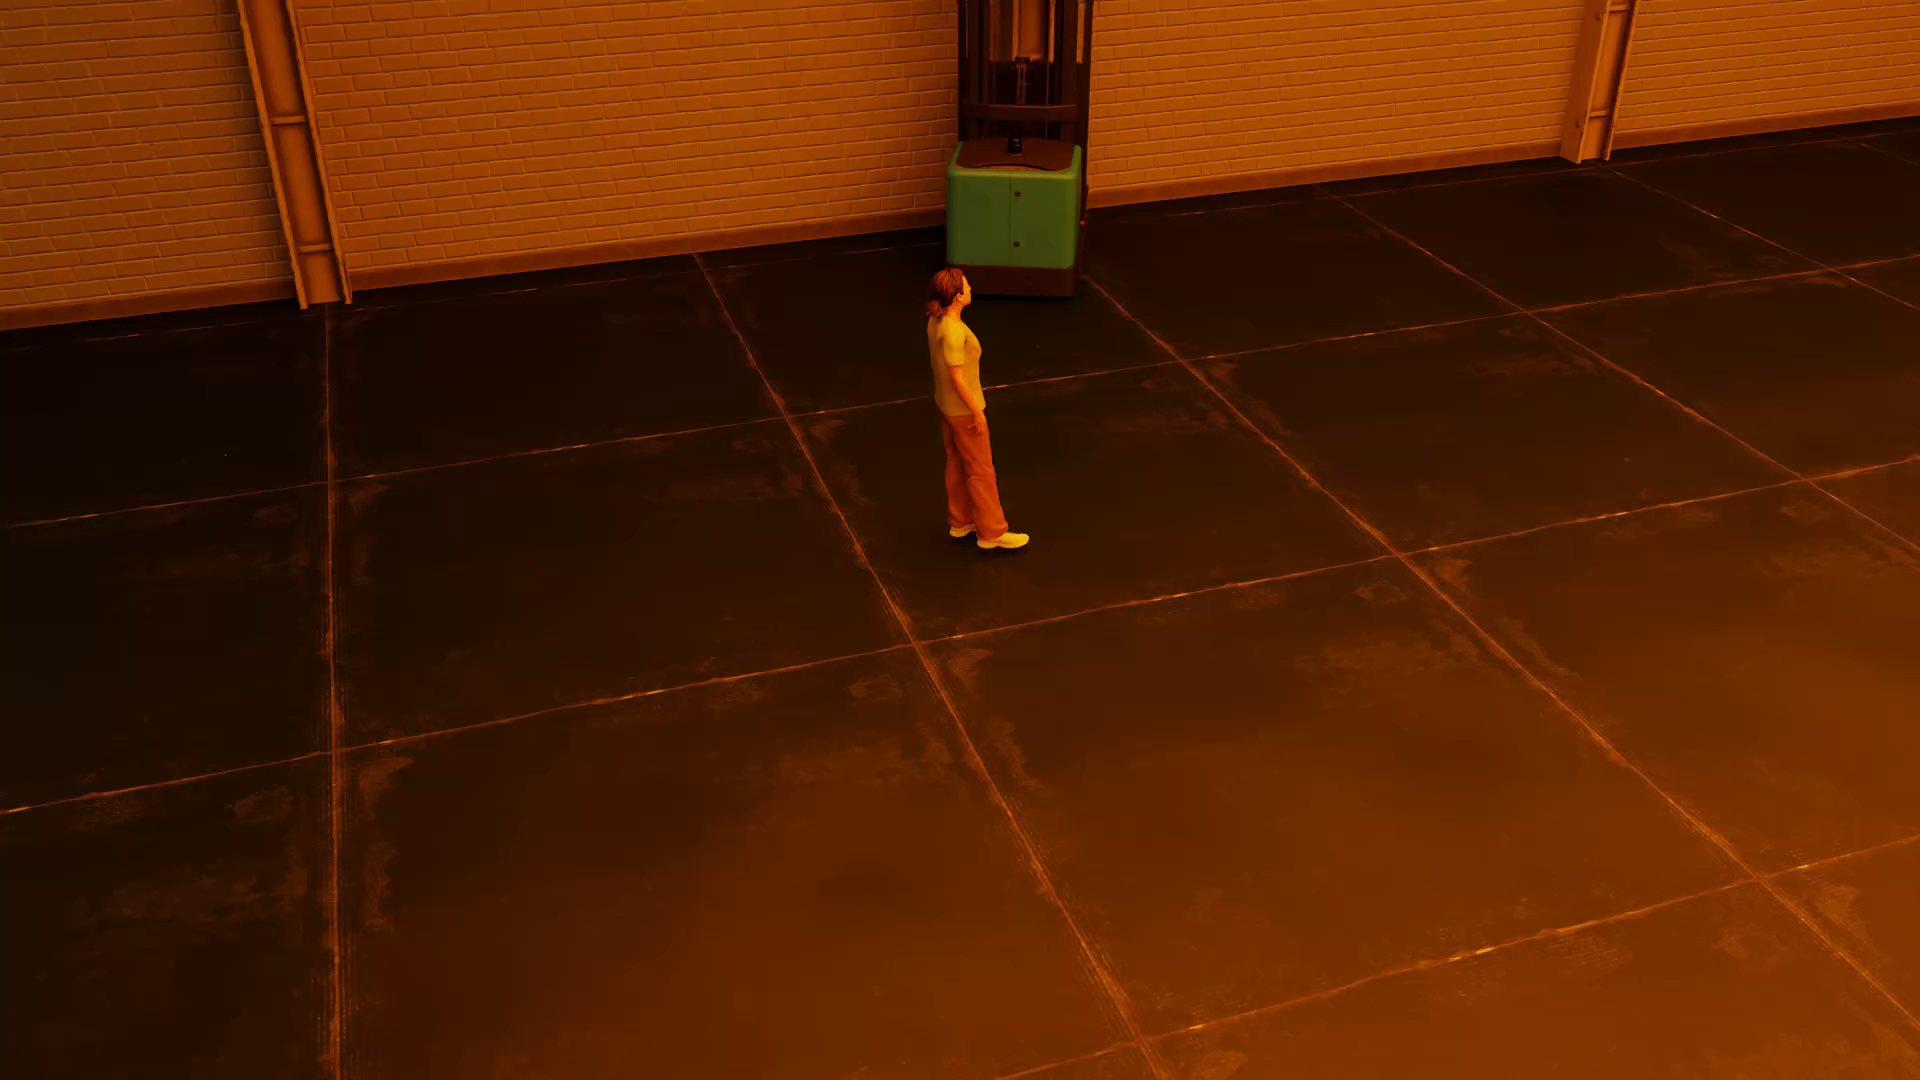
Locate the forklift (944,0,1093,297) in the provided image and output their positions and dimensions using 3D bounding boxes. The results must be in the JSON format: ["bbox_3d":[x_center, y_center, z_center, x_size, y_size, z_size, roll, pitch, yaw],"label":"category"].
[{"bbox_3d":[0.555,-3.914,13.889,1.130,2.935,3.031,3,30,6],"label":"forklift"}]

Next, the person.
[{"bbox_3d":[0.073,-0.768,9.598,0.548,1.663,0.552,-10,31,-16],"label":"person"}]
